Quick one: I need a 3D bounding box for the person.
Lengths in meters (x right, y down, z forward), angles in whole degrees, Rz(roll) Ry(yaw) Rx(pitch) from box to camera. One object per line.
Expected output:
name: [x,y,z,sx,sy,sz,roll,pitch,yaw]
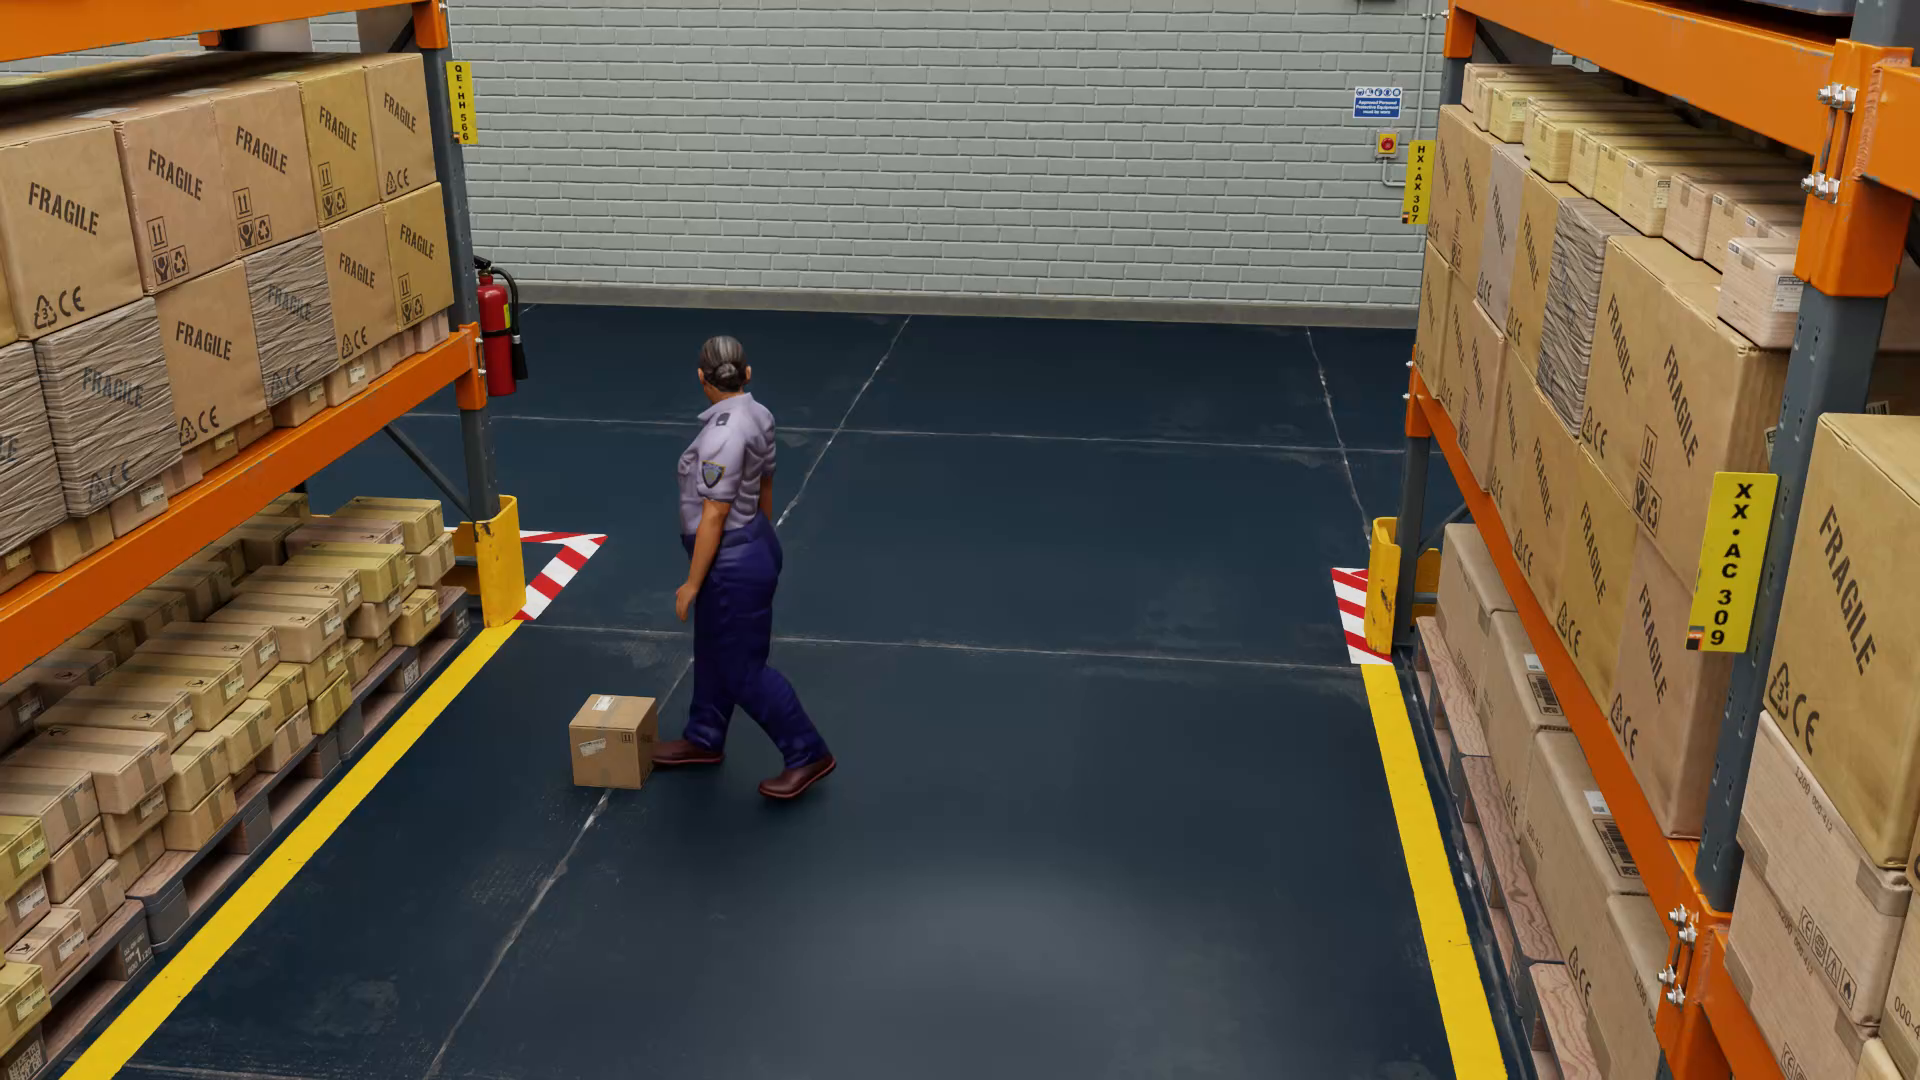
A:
person: [-0.815,0.105,5.820,0.733,1.618,0.509,1,21,1]
